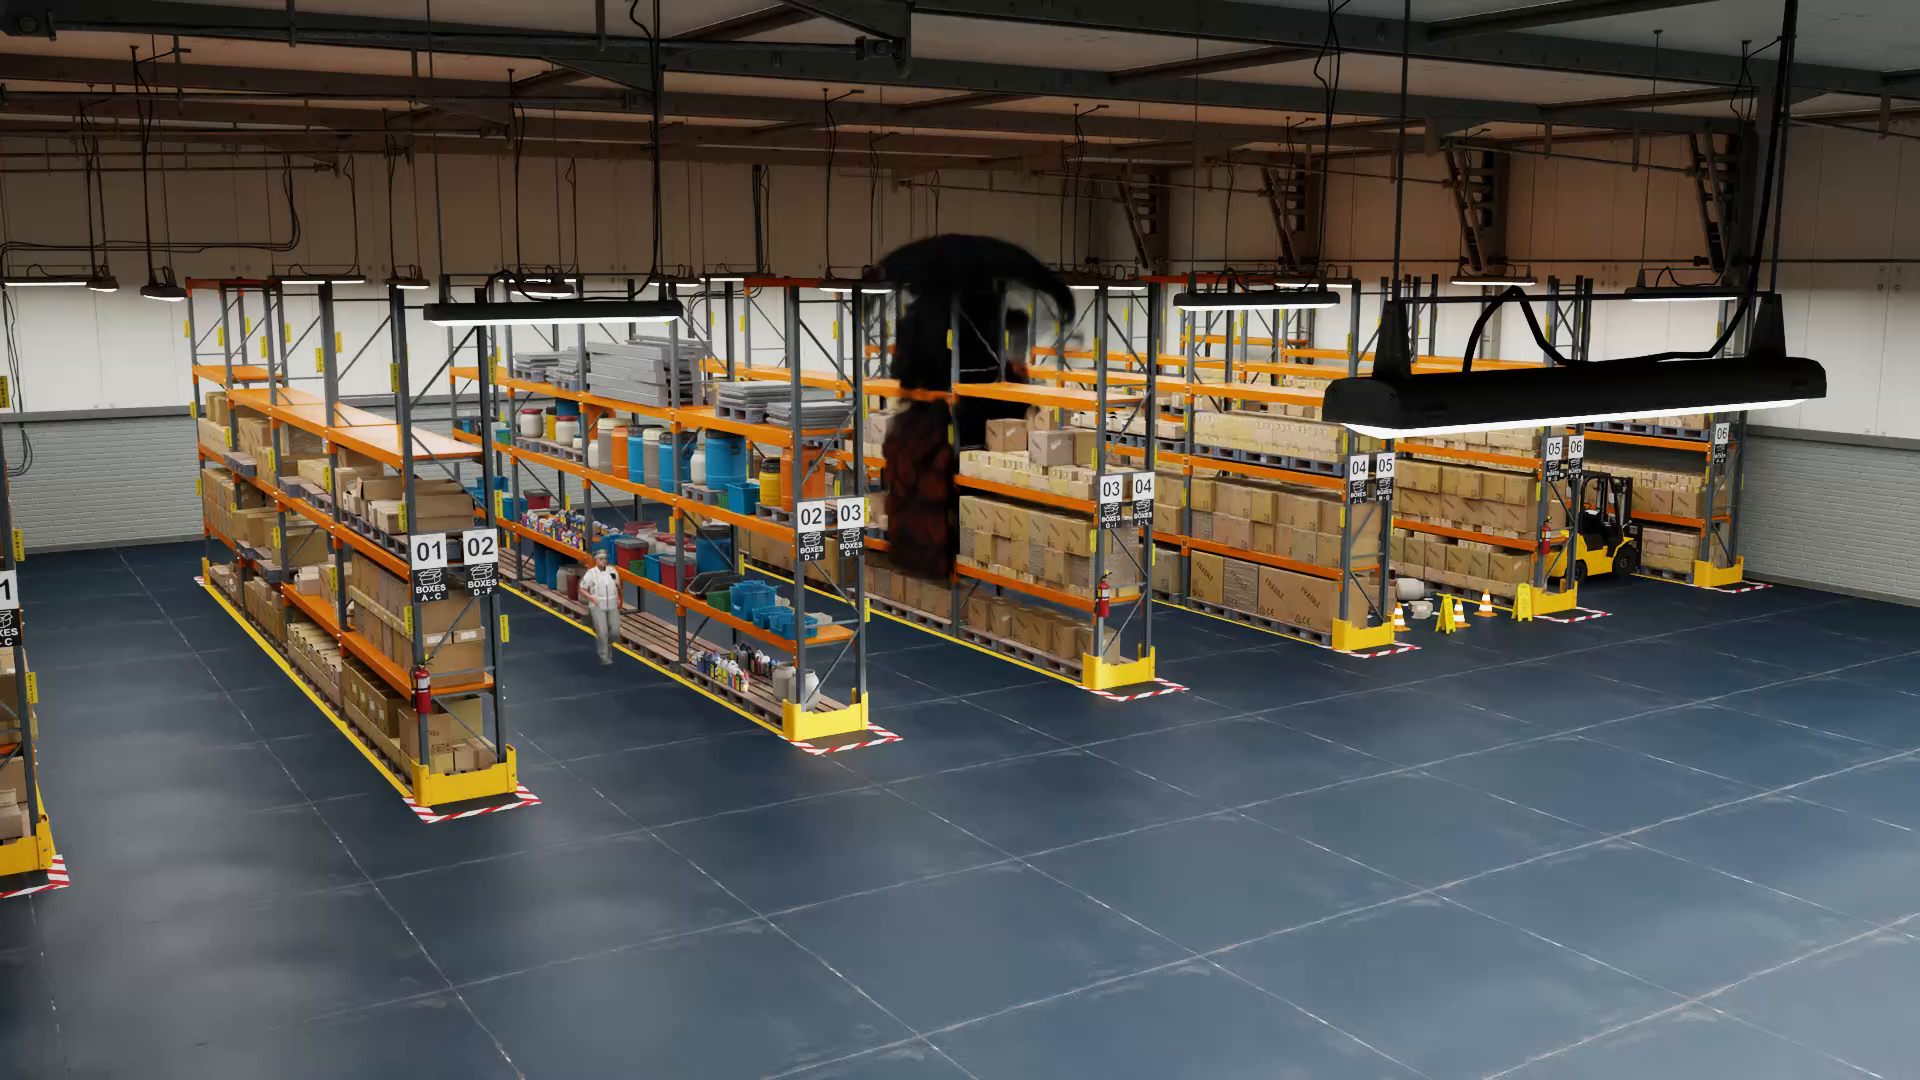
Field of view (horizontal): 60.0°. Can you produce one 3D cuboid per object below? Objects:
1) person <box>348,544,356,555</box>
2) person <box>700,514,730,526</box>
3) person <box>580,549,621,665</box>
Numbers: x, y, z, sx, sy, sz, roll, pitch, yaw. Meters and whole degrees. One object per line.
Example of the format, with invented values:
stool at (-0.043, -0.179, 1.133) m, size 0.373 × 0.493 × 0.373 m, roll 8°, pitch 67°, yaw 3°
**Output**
person at (-11.942, 0.032, 32.785) m, size 0.816 × 1.700 × 0.558 m, roll 9°, pitch 13°, yaw 42°
person at (-4.545, -0.125, 31.853) m, size 0.655 × 1.884 × 0.811 m, roll -9°, pitch 13°, yaw -44°
person at (-5.373, 1.011, 25.088) m, size 0.660 × 1.773 × 0.579 m, roll -6°, pitch 11°, yaw -32°
